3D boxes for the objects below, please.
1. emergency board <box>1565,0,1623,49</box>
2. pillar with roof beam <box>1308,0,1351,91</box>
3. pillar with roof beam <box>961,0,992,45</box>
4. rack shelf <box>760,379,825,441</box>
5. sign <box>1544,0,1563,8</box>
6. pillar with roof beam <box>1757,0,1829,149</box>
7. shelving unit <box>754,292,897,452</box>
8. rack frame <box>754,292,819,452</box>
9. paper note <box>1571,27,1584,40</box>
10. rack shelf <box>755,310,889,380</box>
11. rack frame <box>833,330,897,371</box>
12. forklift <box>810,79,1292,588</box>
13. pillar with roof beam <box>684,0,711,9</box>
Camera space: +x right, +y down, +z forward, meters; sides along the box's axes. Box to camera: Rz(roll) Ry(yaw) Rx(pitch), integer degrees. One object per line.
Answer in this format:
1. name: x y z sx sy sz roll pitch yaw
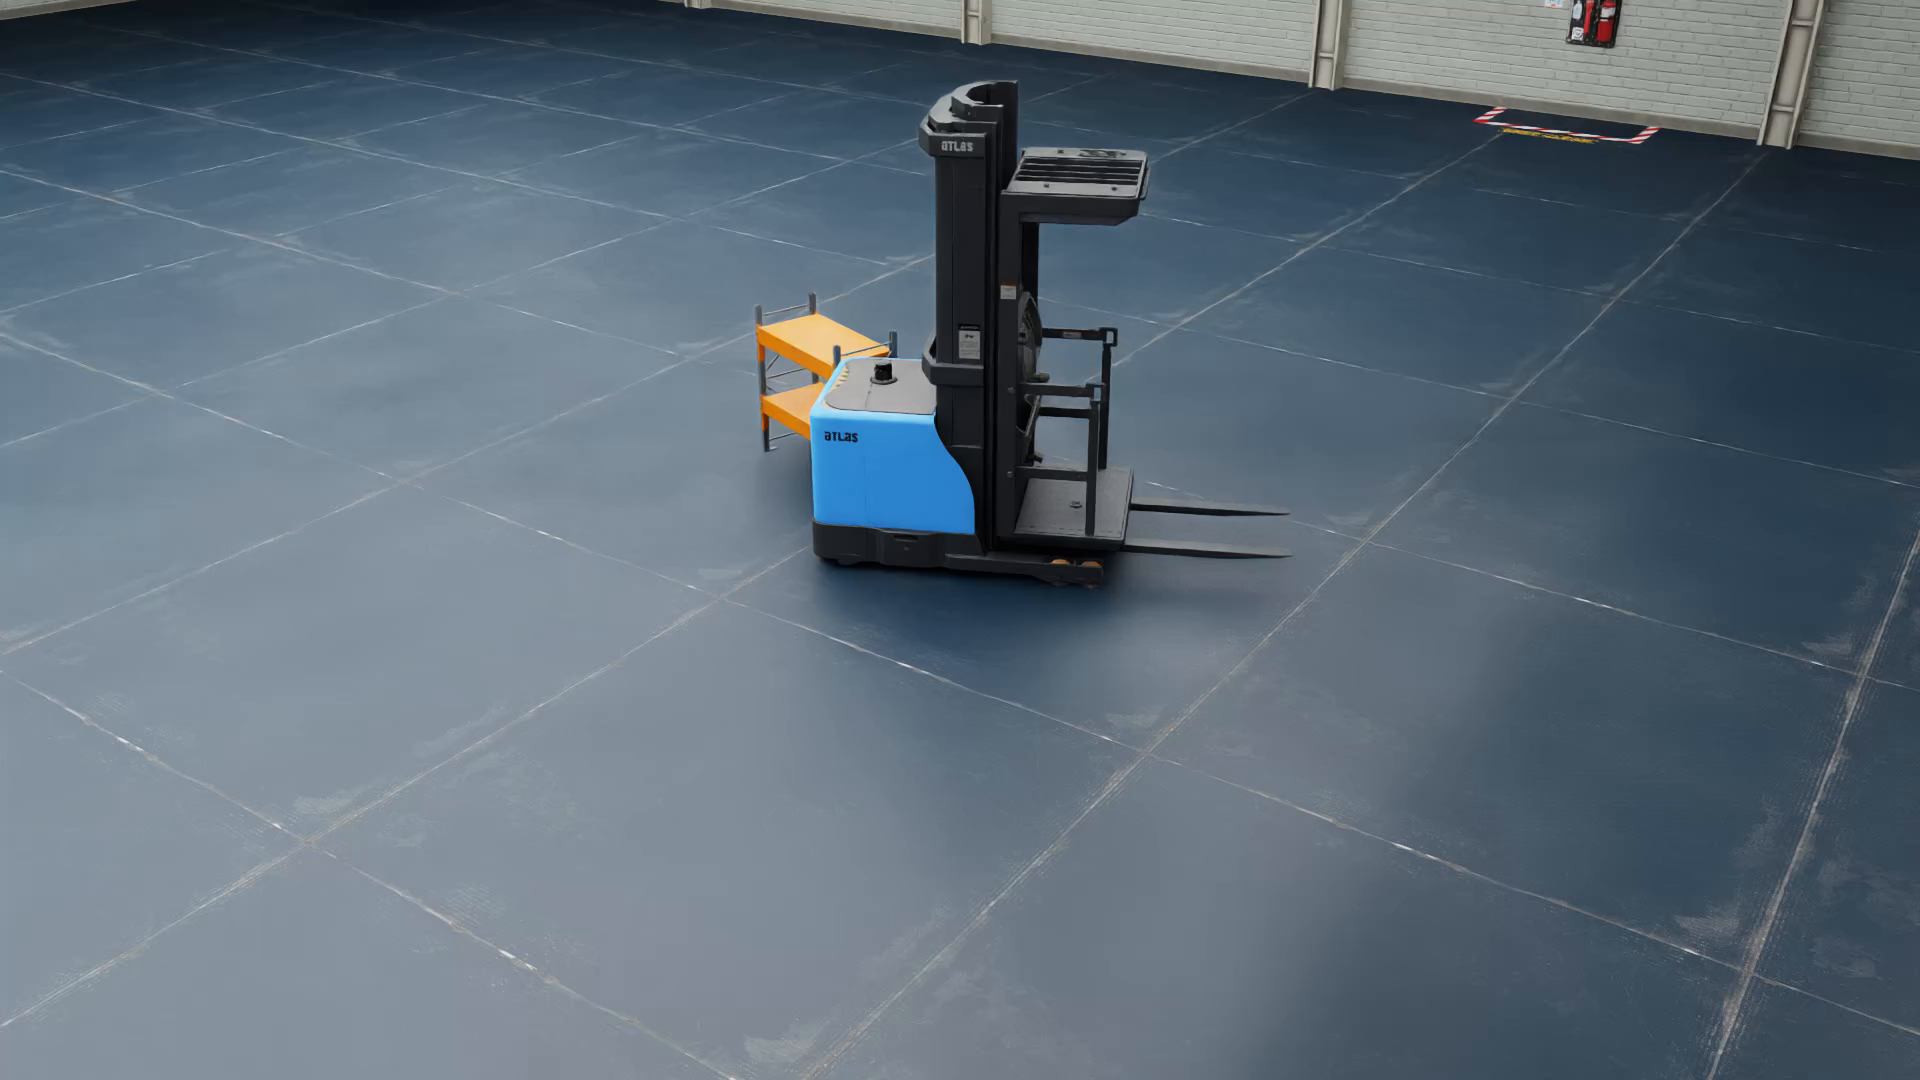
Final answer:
1. emergency board: 8.142 -6.907 21.289 0.643 1.169 0.194 17 32 30
2. pillar with roof beam: 2.774 -8.863 18.518 0.400 9.000 9.100 17 32 30
3. pillar with roof beam: -2.172 -10.404 21.546 0.400 9.000 9.100 17 32 30
4. rack shelf: -0.947 -0.825 11.943 0.538 0.278 1.000 -19 33 -33
5. sign: 7.745 -7.104 21.636 0.234 0.329 0.001 17 32 30
6. pillar with roof beam: 7.720 -7.322 15.491 0.400 9.000 9.100 17 32 30
7. shelving unit: -0.947 -1.043 11.832 0.538 1.125 1.048 -19 33 -33
8. rack frame: -1.254 -1.226 12.194 0.500 1.125 0.032 -19 33 -33
9. paper note: 8.035 -6.586 21.629 0.142 0.148 0.016 17 32 30
10. rack shelf: -0.947 -1.303 11.700 0.538 0.278 1.000 -19 33 -33
11. rack frame: -0.641 -0.859 11.471 0.500 1.125 0.032 -19 33 -33
12. forklift: 0.617 -1.263 10.274 3.031 2.935 1.130 4 27 8
13. pillar with roof beam: -7.117 -11.945 24.574 0.400 9.000 9.100 17 32 30
